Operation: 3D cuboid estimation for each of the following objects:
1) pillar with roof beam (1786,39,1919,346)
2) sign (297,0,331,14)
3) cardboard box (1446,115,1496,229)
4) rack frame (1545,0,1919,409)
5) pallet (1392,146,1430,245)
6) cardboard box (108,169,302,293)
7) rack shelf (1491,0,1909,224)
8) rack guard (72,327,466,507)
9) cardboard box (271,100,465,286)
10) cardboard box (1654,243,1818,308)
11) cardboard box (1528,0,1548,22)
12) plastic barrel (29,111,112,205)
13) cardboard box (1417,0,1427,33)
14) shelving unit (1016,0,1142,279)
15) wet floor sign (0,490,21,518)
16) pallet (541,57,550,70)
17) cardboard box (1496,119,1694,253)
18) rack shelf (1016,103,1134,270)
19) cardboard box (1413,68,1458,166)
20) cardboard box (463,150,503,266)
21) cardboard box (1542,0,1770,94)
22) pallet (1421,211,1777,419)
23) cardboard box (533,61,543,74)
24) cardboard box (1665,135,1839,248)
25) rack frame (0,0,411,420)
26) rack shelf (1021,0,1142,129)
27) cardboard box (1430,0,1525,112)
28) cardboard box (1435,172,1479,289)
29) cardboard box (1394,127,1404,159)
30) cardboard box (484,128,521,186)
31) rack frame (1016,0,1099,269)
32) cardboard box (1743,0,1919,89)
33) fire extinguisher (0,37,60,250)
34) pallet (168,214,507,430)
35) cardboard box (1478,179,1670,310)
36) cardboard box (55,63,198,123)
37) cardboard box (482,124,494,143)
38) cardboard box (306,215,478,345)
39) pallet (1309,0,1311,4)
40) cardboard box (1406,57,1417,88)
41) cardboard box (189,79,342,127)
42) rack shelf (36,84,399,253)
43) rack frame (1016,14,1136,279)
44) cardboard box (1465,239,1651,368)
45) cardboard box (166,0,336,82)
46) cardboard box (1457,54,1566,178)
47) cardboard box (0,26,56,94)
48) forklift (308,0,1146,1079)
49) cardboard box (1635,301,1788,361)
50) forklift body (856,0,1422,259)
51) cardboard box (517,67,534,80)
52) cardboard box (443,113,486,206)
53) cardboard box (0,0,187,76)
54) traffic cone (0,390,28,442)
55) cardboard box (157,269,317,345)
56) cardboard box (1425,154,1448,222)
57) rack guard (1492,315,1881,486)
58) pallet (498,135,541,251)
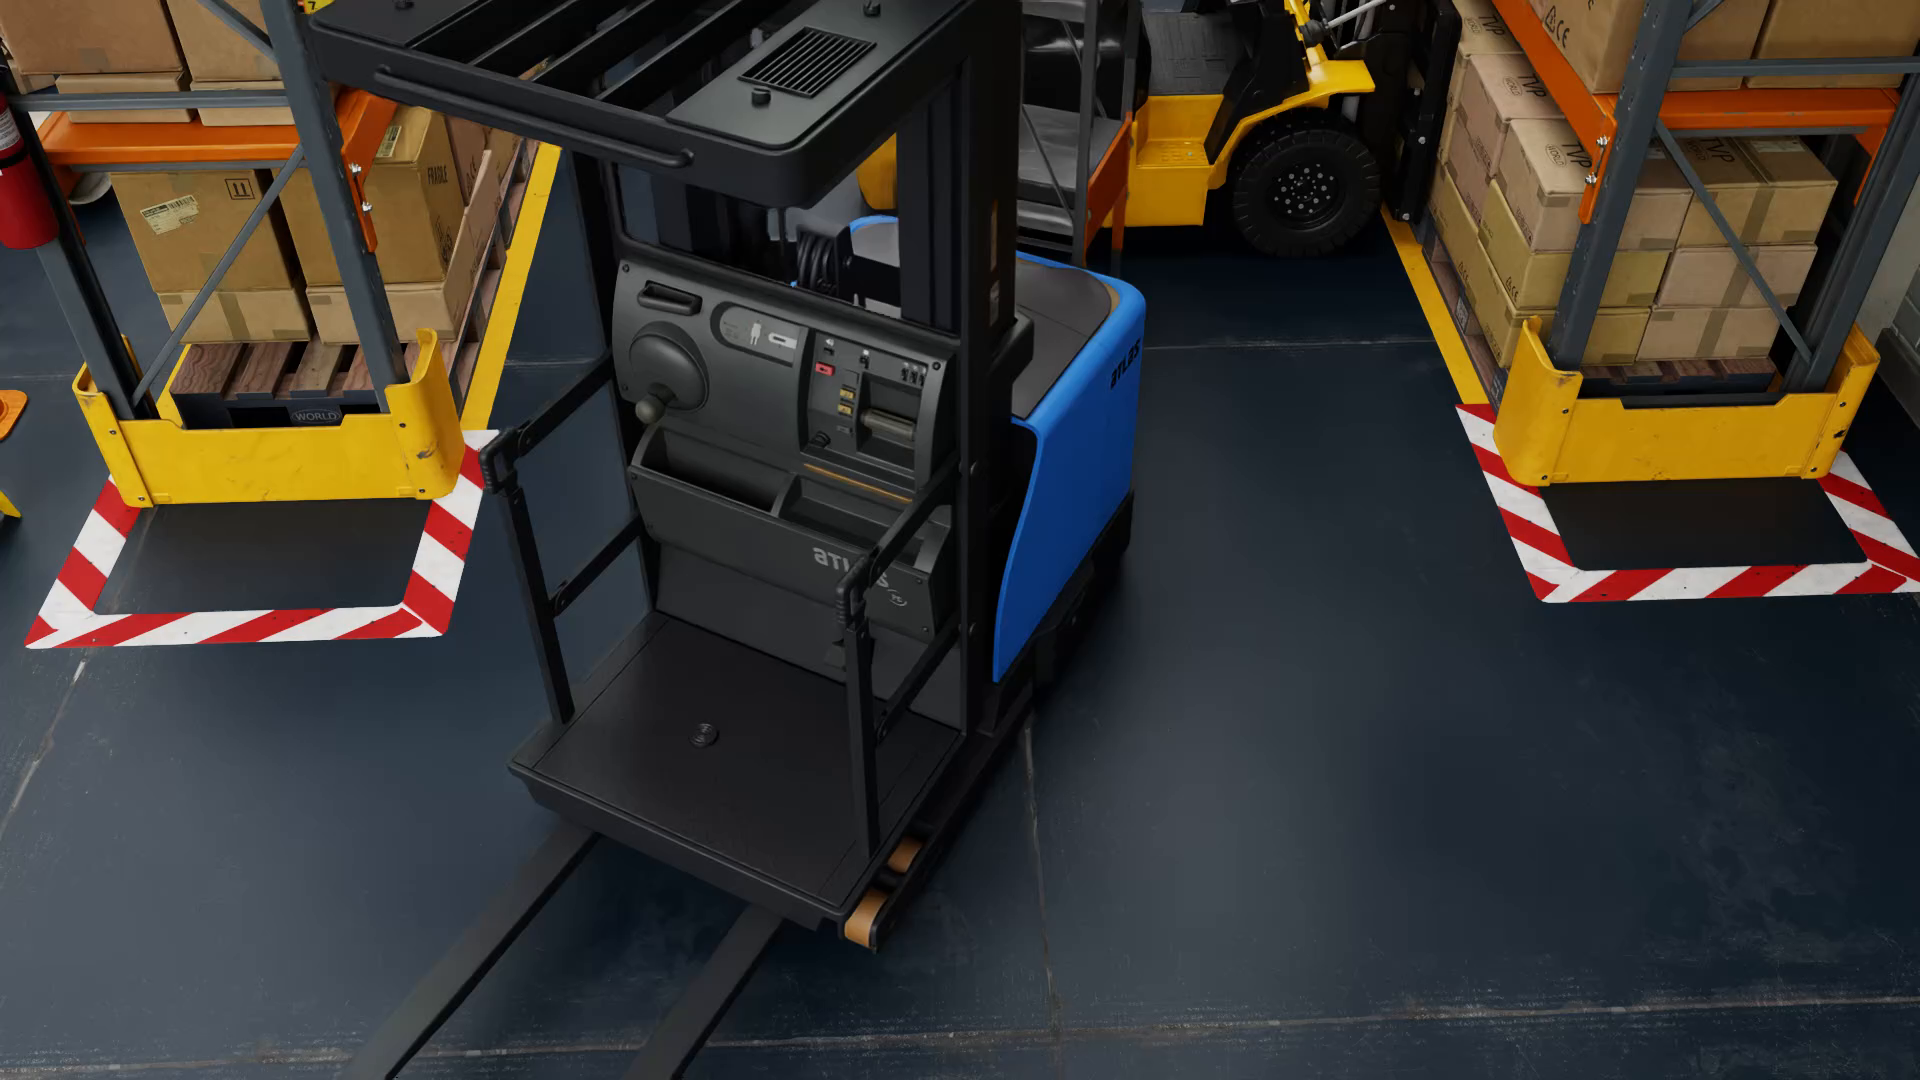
[{"bbox_3d":[-0.866,-4.030,3.487,9.100,9.000,0.400,-2,43,-2],"label":"pillar with roof beam"},{"bbox_3d":[-1.853,-1.636,4.674,0.100,0.325,0.005,-2,43,-2],"label":"sign"},{"bbox_3d":[2.220,-1.430,6.445,0.500,0.250,0.500,-2,43,-2],"label":"cardboard box"},{"bbox_3d":[2.564,-1.446,5.108,1.000,3.000,0.127,-2,43,-2],"label":"rack frame"},{"bbox_3d":[2.441,-1.755,7.508,1.003,0.211,1.213,-2,43,-2],"label":"pallet"},{"bbox_3d":[-2.690,-1.252,6.065,0.500,0.500,0.500,-1,43,-2],"label":"cardboard box"},{"bbox_3d":[2.479,-2.531,6.824,1.077,0.370,4.000,-2,43,-2],"label":"rack shelf"},{"bbox_3d":[-2.399,-0.431,5.850,1.175,0.500,0.348,-2,43,-2],"label":"rack guard"},{"bbox_3d":[-2.155,-1.287,6.104,0.500,0.500,0.500,-3,43,-3],"label":"cardboard box"},{"bbox_3d":[2.751,-1.095,6.079,0.500,0.250,0.500,-1,43,-1],"label":"cardboard box"},{"bbox_3d":[2.268,-2.158,5.811,0.500,0.500,0.500,0,43,0],"label":"cardboard box"},{"bbox_3d":[-3.996,-1.703,7.294,0.512,0.421,0.421,27,49,27],"label":"plastic barrel"},{"bbox_3d":[2.160,-2.285,7.007,0.500,0.250,0.500,-2,43,-3],"label":"cardboard box"},{"bbox_3d":[0.280,-1.092,5.388,0.431,2.100,0.503,14,44,15],"label":"shelving unit"},{"bbox_3d":[-3.456,-0.274,5.572,0.267,0.644,0.232,12,44,13],"label":"wet floor sign"},{"bbox_3d":[-2.501,-2.521,8.345,1.003,0.211,1.213,-2,43,-2],"label":"pallet"},{"bbox_3d":[2.233,-1.258,5.887,0.500,0.250,0.500,0,43,0],"label":"cardboard box"},{"bbox_3d":[0.280,-1.082,5.397,0.431,0.518,0.480,14,44,15],"label":"rack shelf"},{"bbox_3d":[2.177,-1.778,6.824,0.500,0.250,0.500,-3,43,-3],"label":"cardboard box"},{"bbox_3d":[-2.167,-1.340,6.716,0.500,0.250,0.500,0,43,0],"label":"cardboard box"},{"bbox_3d":[2.280,-1.808,5.428,0.500,0.500,0.500,-3,43,-3],"label":"cardboard box"},{"bbox_3d":[2.489,-0.933,6.612,1.003,0.211,1.213,-2,43,-2],"label":"pallet"},{"bbox_3d":[-2.239,-2.392,7.864,0.500,0.250,0.500,-3,43,-3],"label":"cardboard box"},{"bbox_3d":[2.732,-1.286,5.917,0.500,0.250,0.500,-2,43,-2],"label":"cardboard box"},{"bbox_3d":[-2.395,-1.301,4.950,1.000,3.000,0.127,-2,43,-2],"label":"rack frame"},{"bbox_3d":[0.280,-1.598,4.924,0.431,0.518,0.480,14,44,15],"label":"rack shelf"},{"bbox_3d":[2.174,-1.943,6.634,0.500,0.250,0.500,-1,43,-1],"label":"cardboard box"},{"bbox_3d":[2.217,-1.232,6.598,0.500,0.250,0.500,-2,43,-2],"label":"cardboard box"},{"bbox_3d":[2.160,-1.920,7.348,0.500,0.250,0.500,0,43,0],"label":"cardboard box"},{"bbox_3d":[-2.203,-1.708,7.117,0.500,0.250,0.500,1,43,1],"label":"cardboard box"},{"bbox_3d":[0.196,-0.938,5.219,0.400,2.100,0.015,14,44,15],"label":"rack frame"},{"bbox_3d":[2.820,-1.826,5.448,0.500,0.500,0.500,0,43,0],"label":"cardboard box"},{"bbox_3d":[-2.851,-1.182,4.877,0.296,0.674,0.183,-2,43,-2],"label":"fire extinguisher"},{"bbox_3d":[-2.398,-0.874,6.547,1.003,0.211,1.213,-2,43,-2],"label":"pallet"},{"bbox_3d":[2.231,-1.091,6.075,0.500,0.250,0.500,-2,43,-2],"label":"cardboard box"},{"bbox_3d":[-2.625,-1.455,5.303,0.380,0.149,0.250,0,43,0],"label":"cardboard box"},{"bbox_3d":[-2.195,-1.979,6.858,0.500,0.500,0.500,-1,43,-1],"label":"cardboard box"},{"bbox_3d":[-2.153,-0.995,6.340,0.500,0.250,0.500,-2,43,-2],"label":"cardboard box"},{"bbox_3d":[2.386,-2.581,8.409,1.003,0.211,1.213,-2,43,-2],"label":"pallet"},{"bbox_3d":[2.160,-2.116,7.193,0.500,0.250,0.500,-2,43,-2],"label":"cardboard box"},{"bbox_3d":[-2.203,-1.444,5.291,0.380,0.149,0.250,-1,43,-2],"label":"cardboard box"},{"bbox_3d":[-2.480,-2.386,6.666,1.077,0.370,4.000,-2,43,-2],"label":"rack shelf"},{"bbox_3d":[0.365,-1.247,5.556,0.400,2.100,0.015,14,44,15],"label":"rack frame"},{"bbox_3d":[2.228,-0.896,6.231,0.500,0.250,0.500,-1,43,-1],"label":"cardboard box"},{"bbox_3d":[-2.138,-1.776,5.173,0.500,0.500,0.500,-2,43,-2],"label":"cardboard box"},{"bbox_3d":[2.205,-1.603,6.263,0.500,0.250,0.500,-1,43,-1],"label":"cardboard box"},{"bbox_3d":[-4.675,-2.382,8.152,0.258,0.266,0.396,-32,51,-30],"label":"cardboard box"},{"bbox_3d":[-0.553,-0.322,3.932,1.130,2.935,3.031,19,46,20],"label":"forklift"},{"bbox_3d":[2.738,-0.925,6.263,0.500,0.250,0.500,-1,43,-2],"label":"cardboard box"},{"bbox_3d":[0.661,-2.361,6.734,2.313,2.155,1.214,-2,43,-2],"label":"forklift body"},{"bbox_3d":[-2.222,-2.049,7.489,0.500,0.250,0.500,-1,43,-1],"label":"cardboard box"},{"bbox_3d":[-2.181,-1.640,6.489,0.500,0.500,0.500,-3,43,-3],"label":"cardboard box"},{"bbox_3d":[-2.694,-1.806,5.207,0.500,0.500,0.500,-2,43,-3],"label":"cardboard box"},{"bbox_3d":[-3.702,-0.619,6.083,0.336,0.463,0.334,-2,43,-2],"label":"traffic cone"},{"bbox_3d":[-2.699,-0.997,6.342,0.500,0.250,0.500,-2,43,-2],"label":"cardboard box"},{"bbox_3d":[2.204,-1.570,6.967,0.500,0.250,0.500,-1,43,-1],"label":"cardboard box"},{"bbox_3d":[2.565,-0.509,5.935,1.175,0.500,0.348,-2,43,-2],"label":"rack guard"},{"bbox_3d":[-2.447,-1.696,7.444,1.003,0.211,1.213,-2,43,-2],"label":"pallet"}]
